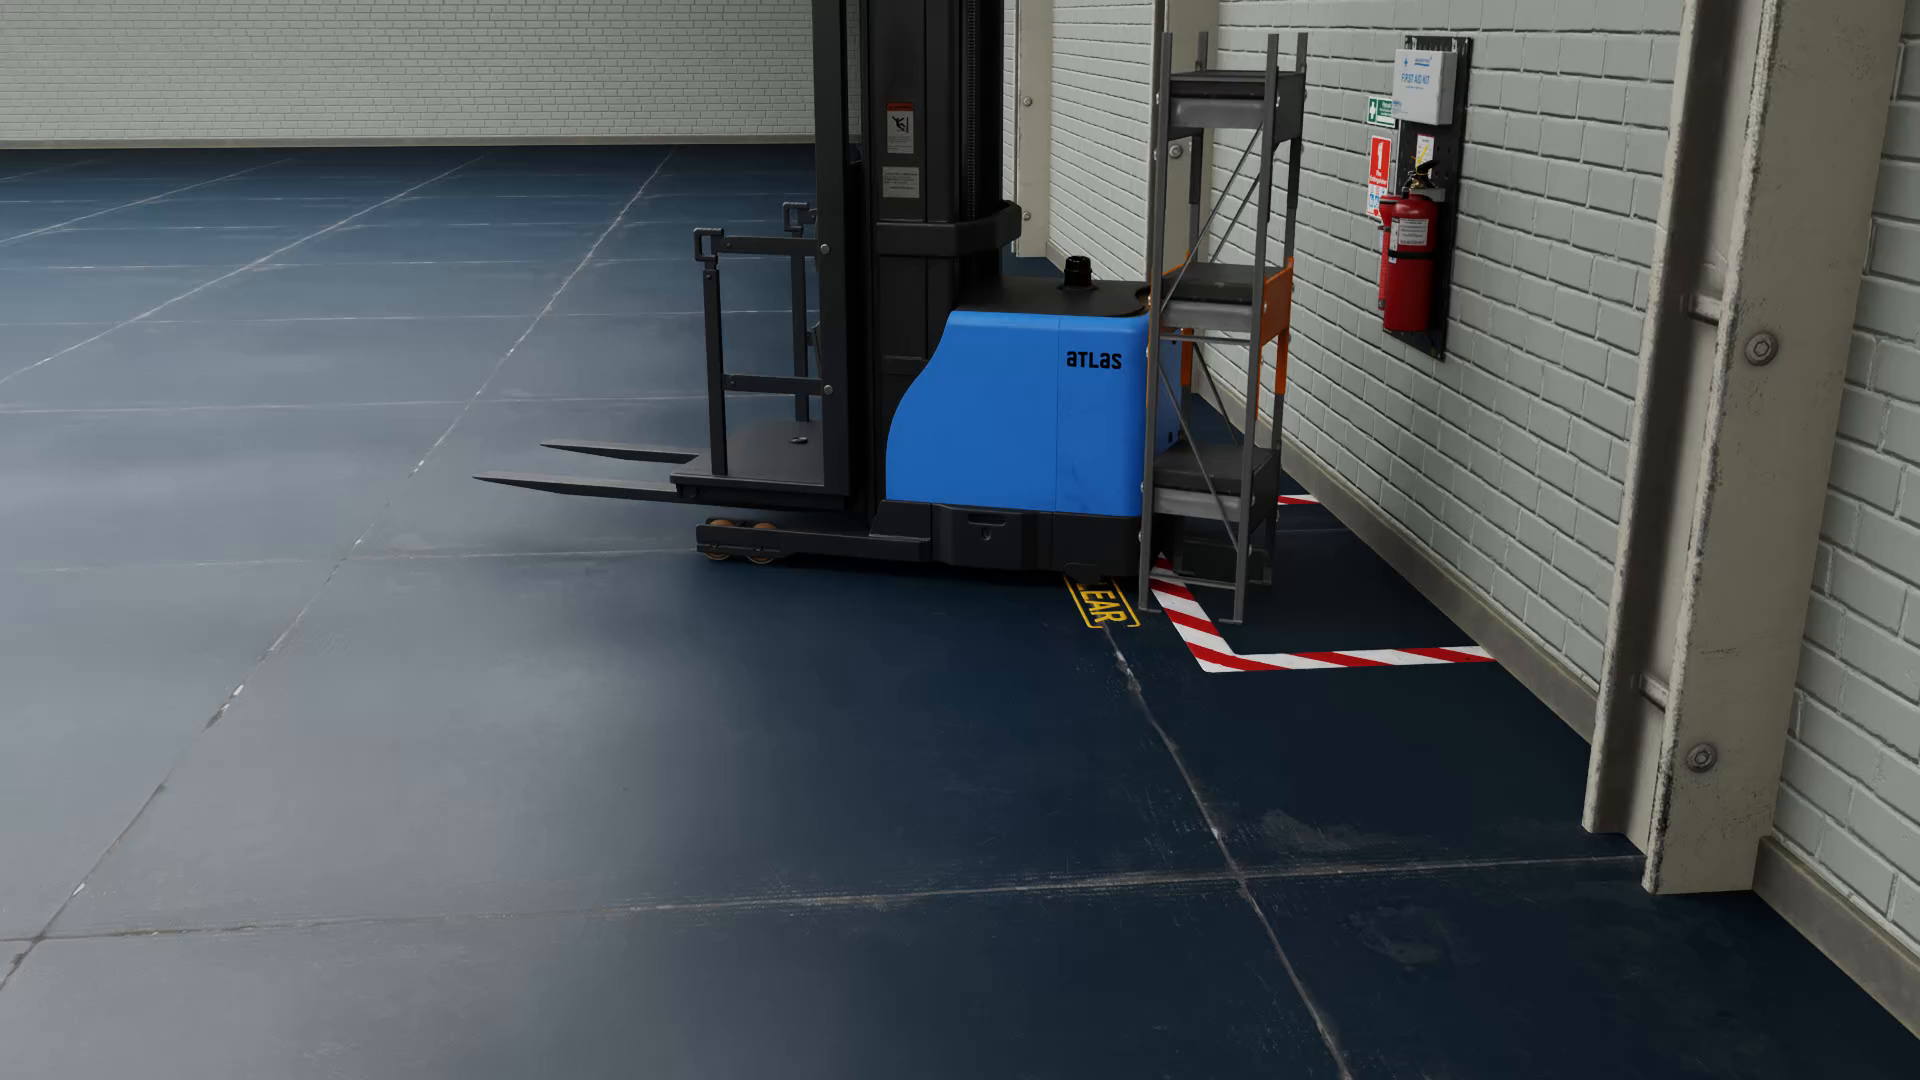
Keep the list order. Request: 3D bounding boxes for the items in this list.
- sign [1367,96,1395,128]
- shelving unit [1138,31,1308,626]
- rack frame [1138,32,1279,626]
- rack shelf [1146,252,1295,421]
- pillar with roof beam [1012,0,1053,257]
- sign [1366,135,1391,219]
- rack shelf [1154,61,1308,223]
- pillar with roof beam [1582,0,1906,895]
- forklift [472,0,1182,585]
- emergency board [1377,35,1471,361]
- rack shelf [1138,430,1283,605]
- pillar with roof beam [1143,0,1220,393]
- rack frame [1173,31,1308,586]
[{"bbox_3d":[1.730,-1.757,6.822,0.001,0.109,0.331,-2,18,-6],"label":"sign"},{"bbox_3d":[0.964,-0.777,6.142,0.431,2.100,0.503,7,19,21],"label":"shelving unit"},{"bbox_3d":[0.871,-0.710,5.926,0.400,2.100,0.015,7,19,21],"label":"rack frame"},{"bbox_3d":[0.964,-0.764,6.146,0.431,0.518,0.480,7,19,21],"label":"rack shelf"},{"bbox_3d":[-3.610,-6.888,14.094,9.100,9.000,0.400,-2,18,-6],"label":"pillar with roof beam"},{"bbox_3d":[1.739,-1.506,6.907,0.001,0.329,0.234,-2,18,-6],"label":"sign"},{"bbox_3d":[0.968,-1.431,5.934,0.431,0.518,0.480,7,19,21],"label":"rack shelf"},{"bbox_3d":[-2.372,-3.313,2.706,9.100,9.000,0.400,-2,18,-6],"label":"pillar with roof beam"},{"bbox_3d":[-0.603,-1.446,6.890,3.031,2.935,1.130,5,18,14],"label":"forklift"},{"bbox_3d":[1.693,-1.321,6.377,0.194,1.169,0.643,-2,18,-6],"label":"emergency board"},{"bbox_3d":[0.960,-0.097,6.357,0.431,0.518,0.480,7,19,21],"label":"rack shelf"},{"bbox_3d":[-2.991,-5.101,8.400,9.100,9.000,0.400,-2,18,-6],"label":"pillar with roof beam"},{"bbox_3d":[1.057,-0.845,6.357,0.400,2.100,0.015,7,19,21],"label":"rack frame"}]
